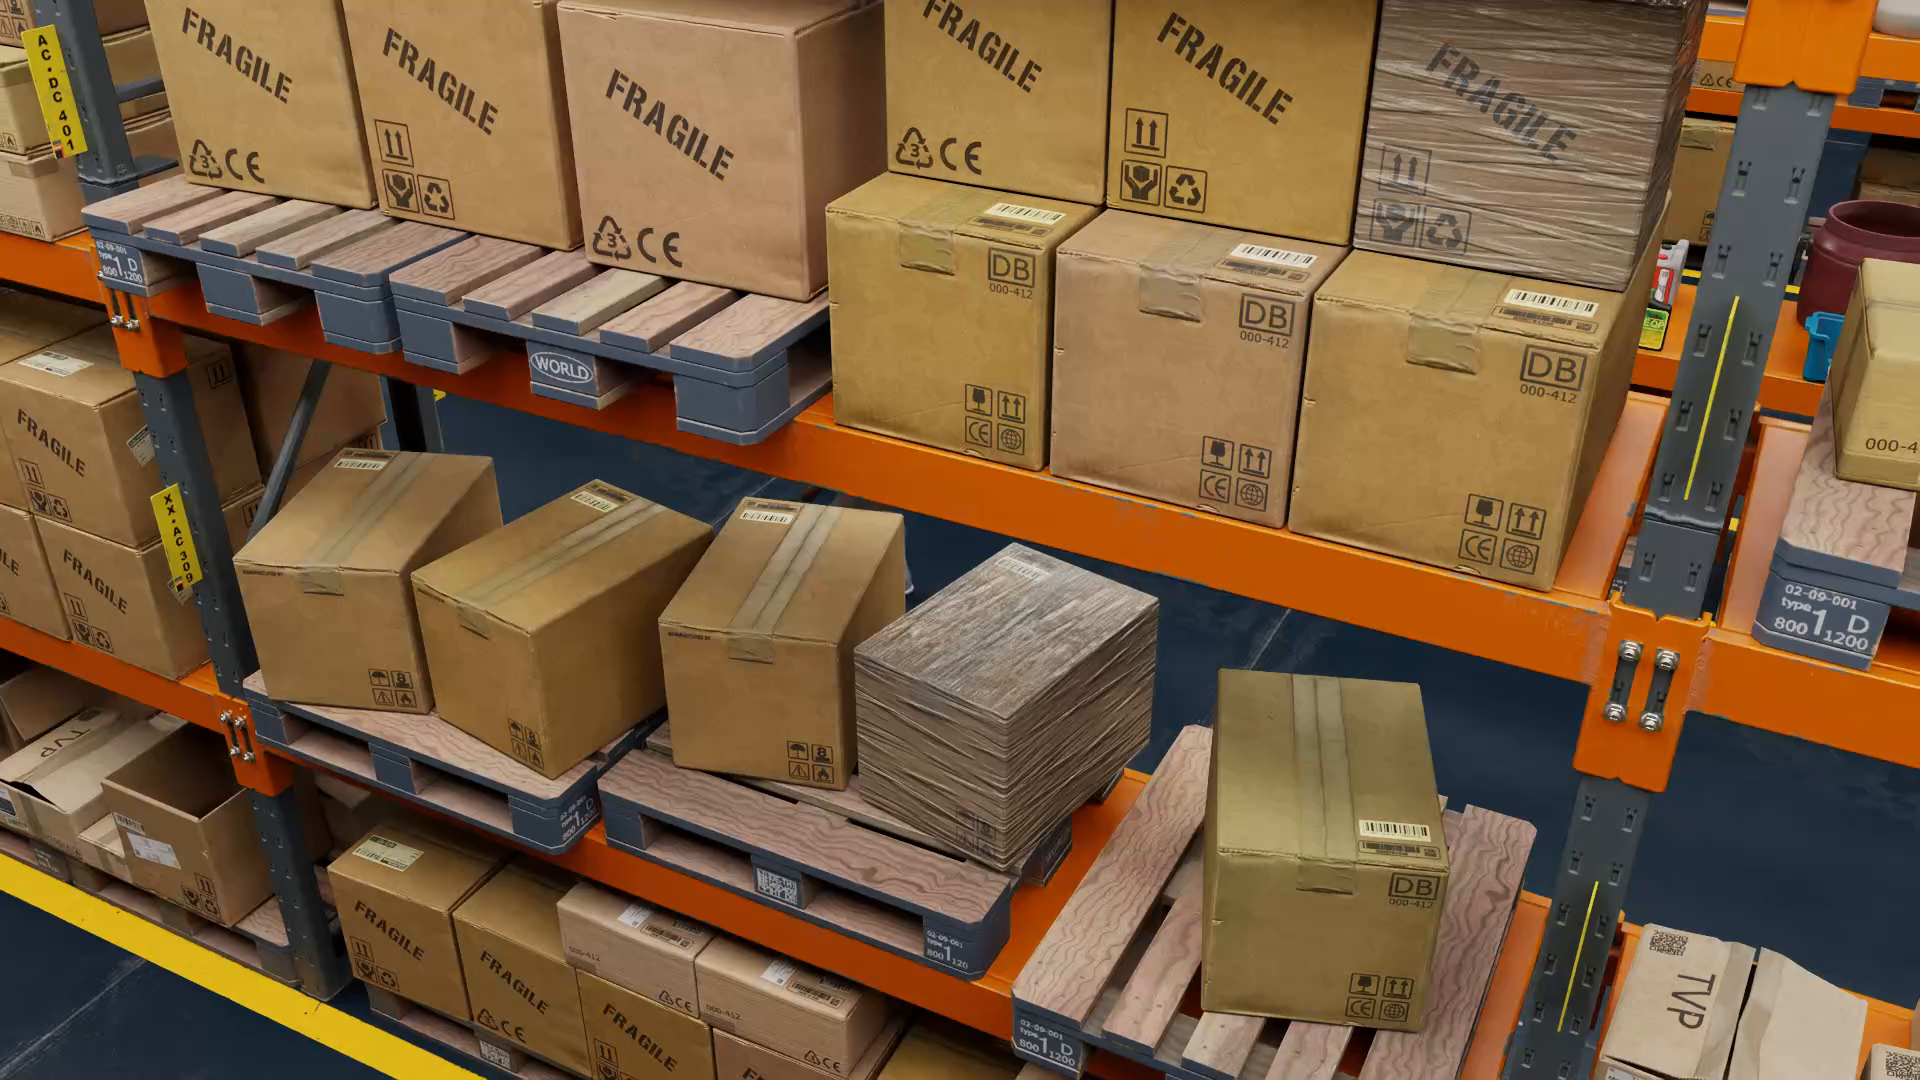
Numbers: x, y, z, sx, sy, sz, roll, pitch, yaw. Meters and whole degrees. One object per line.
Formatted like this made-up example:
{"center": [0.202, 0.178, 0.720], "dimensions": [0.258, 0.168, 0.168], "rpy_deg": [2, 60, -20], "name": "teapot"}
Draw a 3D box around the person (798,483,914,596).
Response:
{"center": [-0.485, -0.325, 7.898], "dimensions": [0.649, 1.464, 0.492], "rpy_deg": [15, 33, 24], "name": "person"}
